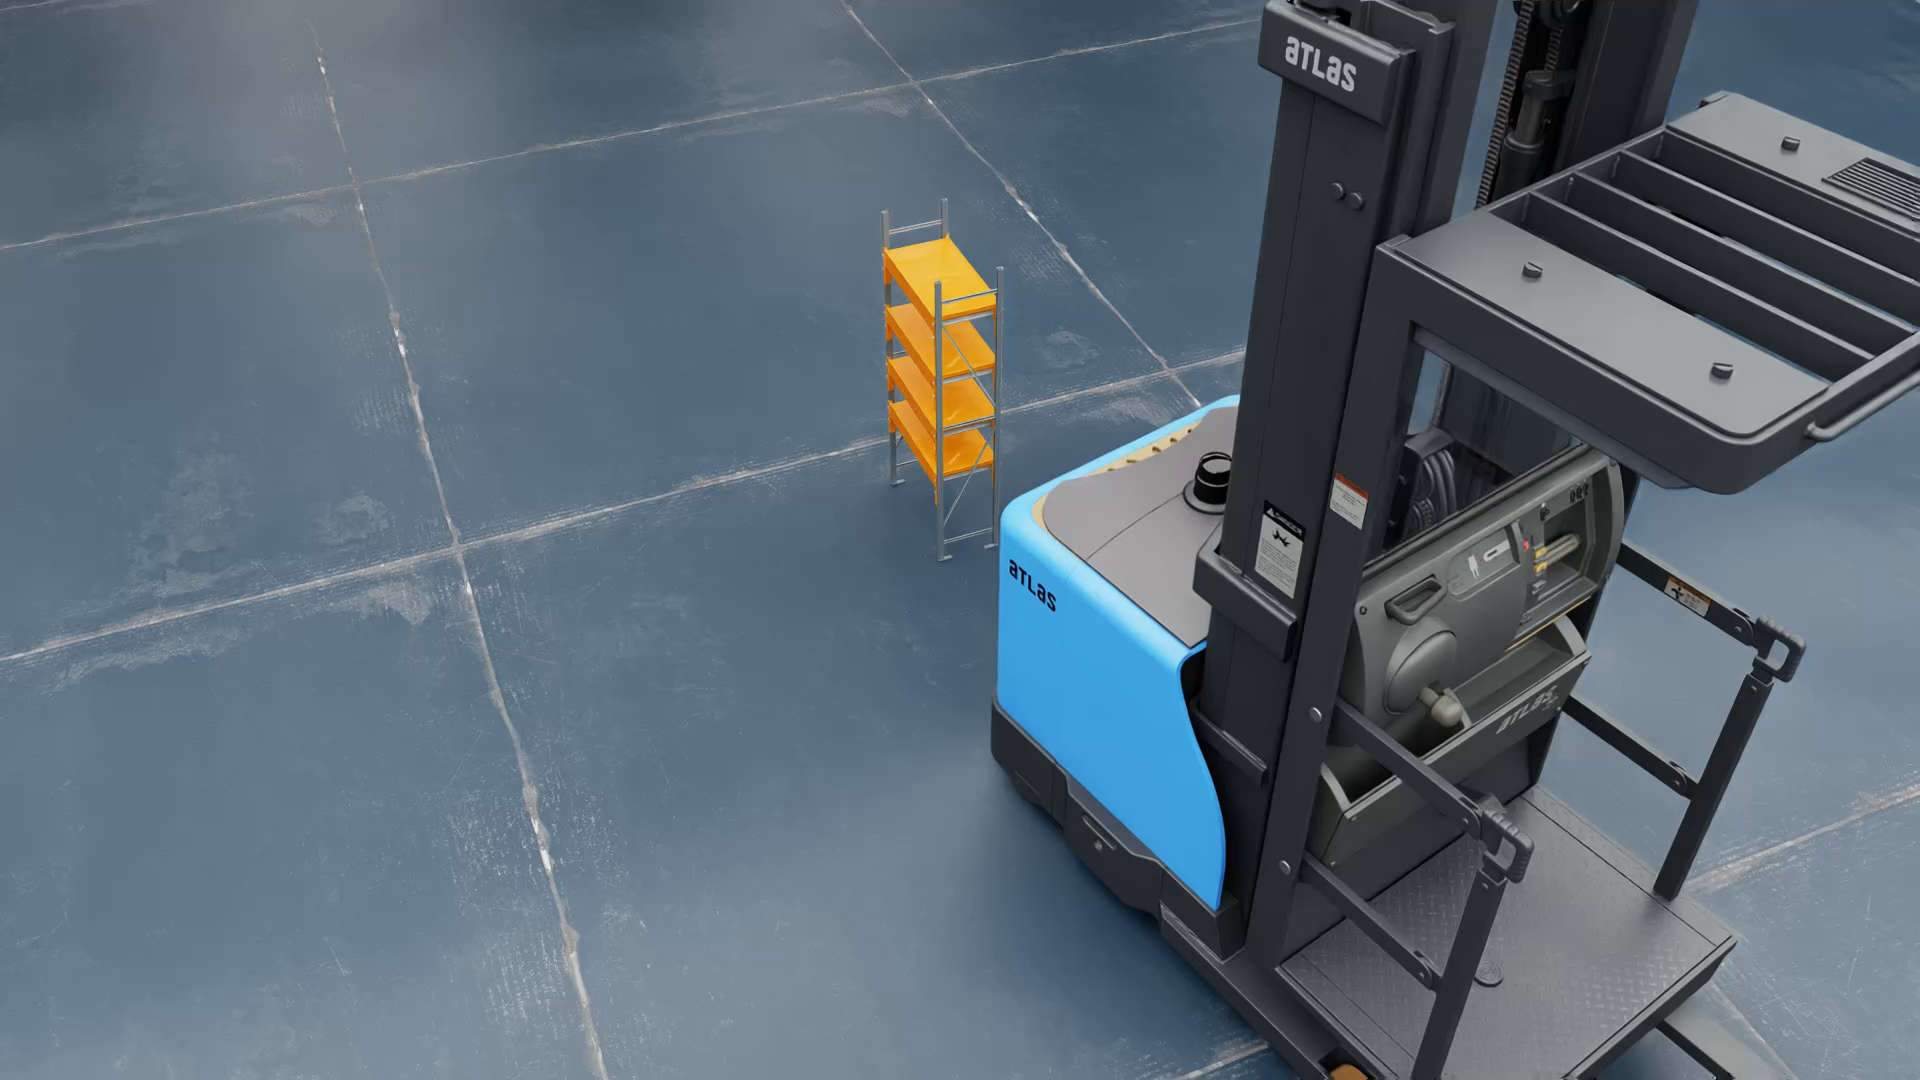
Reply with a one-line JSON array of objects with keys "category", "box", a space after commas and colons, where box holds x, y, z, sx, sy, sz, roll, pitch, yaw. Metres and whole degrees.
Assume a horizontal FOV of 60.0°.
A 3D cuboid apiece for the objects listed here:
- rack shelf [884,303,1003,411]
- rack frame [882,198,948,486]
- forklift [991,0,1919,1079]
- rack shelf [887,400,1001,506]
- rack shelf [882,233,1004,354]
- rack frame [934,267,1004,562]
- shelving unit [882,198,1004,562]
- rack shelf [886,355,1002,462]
[{"category": "rack shelf", "box": [-0.063, -0.673, 5.873, 0.258, 0.148, 0.480, -15, 43, -17]}, {"category": "rack frame", "box": [-0.157, -0.702, 6.146, 0.240, 1.200, 0.015, -15, 43, -17]}, {"category": "forklift", "box": [1.383, 0.186, 3.786, 1.130, 2.935, 3.031, -26, 47, -27]}, {"category": "rack shelf", "box": [-0.063, -0.353, 6.148, 0.258, 0.148, 0.480, -15, 43, -17]}, {"category": "rack shelf", "box": [-0.063, -0.853, 5.719, 0.258, 0.148, 0.480, -15, 43, -17]}, {"category": "rack frame", "box": [0.030, -0.408, 5.804, 0.240, 1.200, 0.015, -15, 43, -17]}, {"category": "shelving unit", "box": [-0.063, -0.555, 5.975, 0.258, 1.200, 0.503, -15, 43, -17]}, {"category": "rack shelf", "box": [-0.063, -0.504, 6.019, 0.258, 0.148, 0.480, -15, 43, -17]}]
